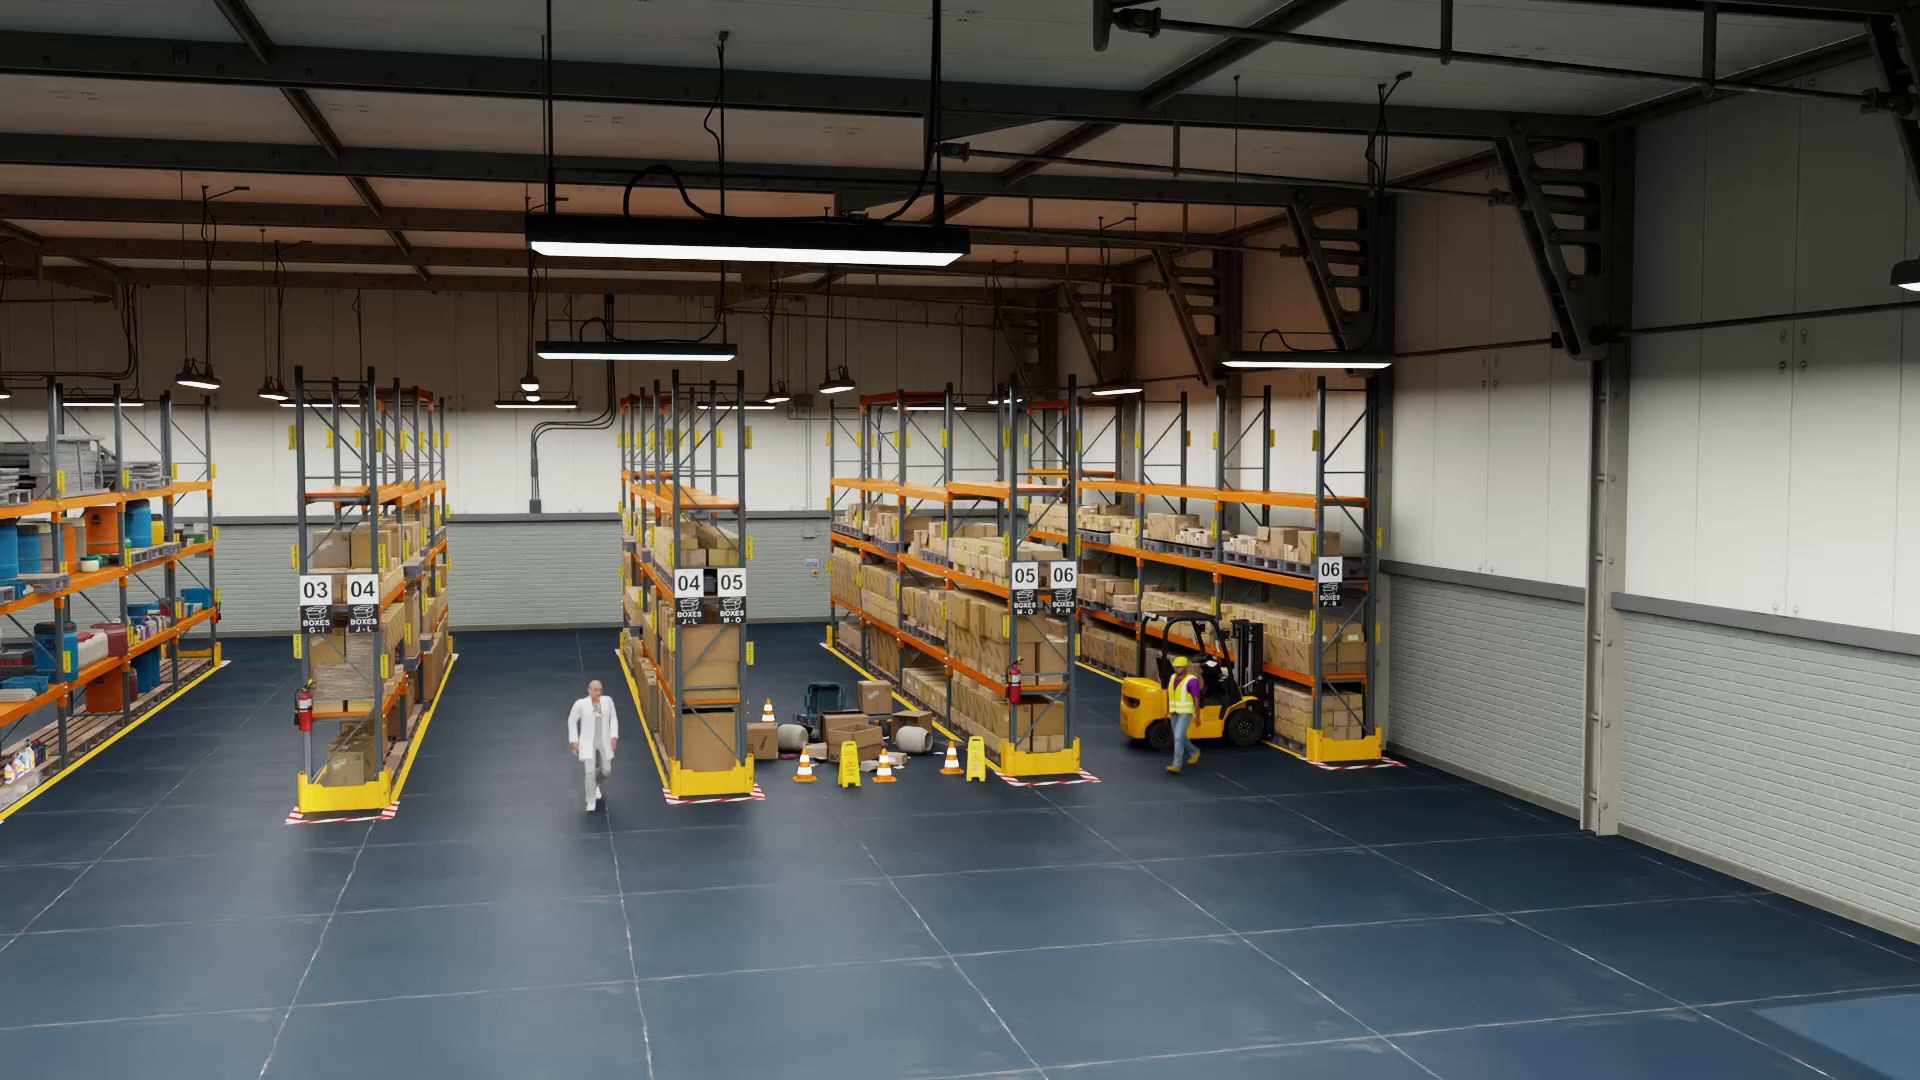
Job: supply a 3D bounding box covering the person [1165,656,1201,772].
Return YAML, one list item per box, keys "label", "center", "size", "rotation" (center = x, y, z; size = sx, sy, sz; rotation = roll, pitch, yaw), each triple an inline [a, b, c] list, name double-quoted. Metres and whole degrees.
- label: "person"
  center: [3.394, 2.630, 25.279]
  size: [0.884, 1.751, 0.609]
  rotation: [-2, 4, -36]

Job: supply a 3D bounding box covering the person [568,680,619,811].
- label: "person"
  center: [-5.043, 2.774, 22.782]
  size: [0.665, 1.759, 0.768]
  rotation: [-2, 4, -31]
